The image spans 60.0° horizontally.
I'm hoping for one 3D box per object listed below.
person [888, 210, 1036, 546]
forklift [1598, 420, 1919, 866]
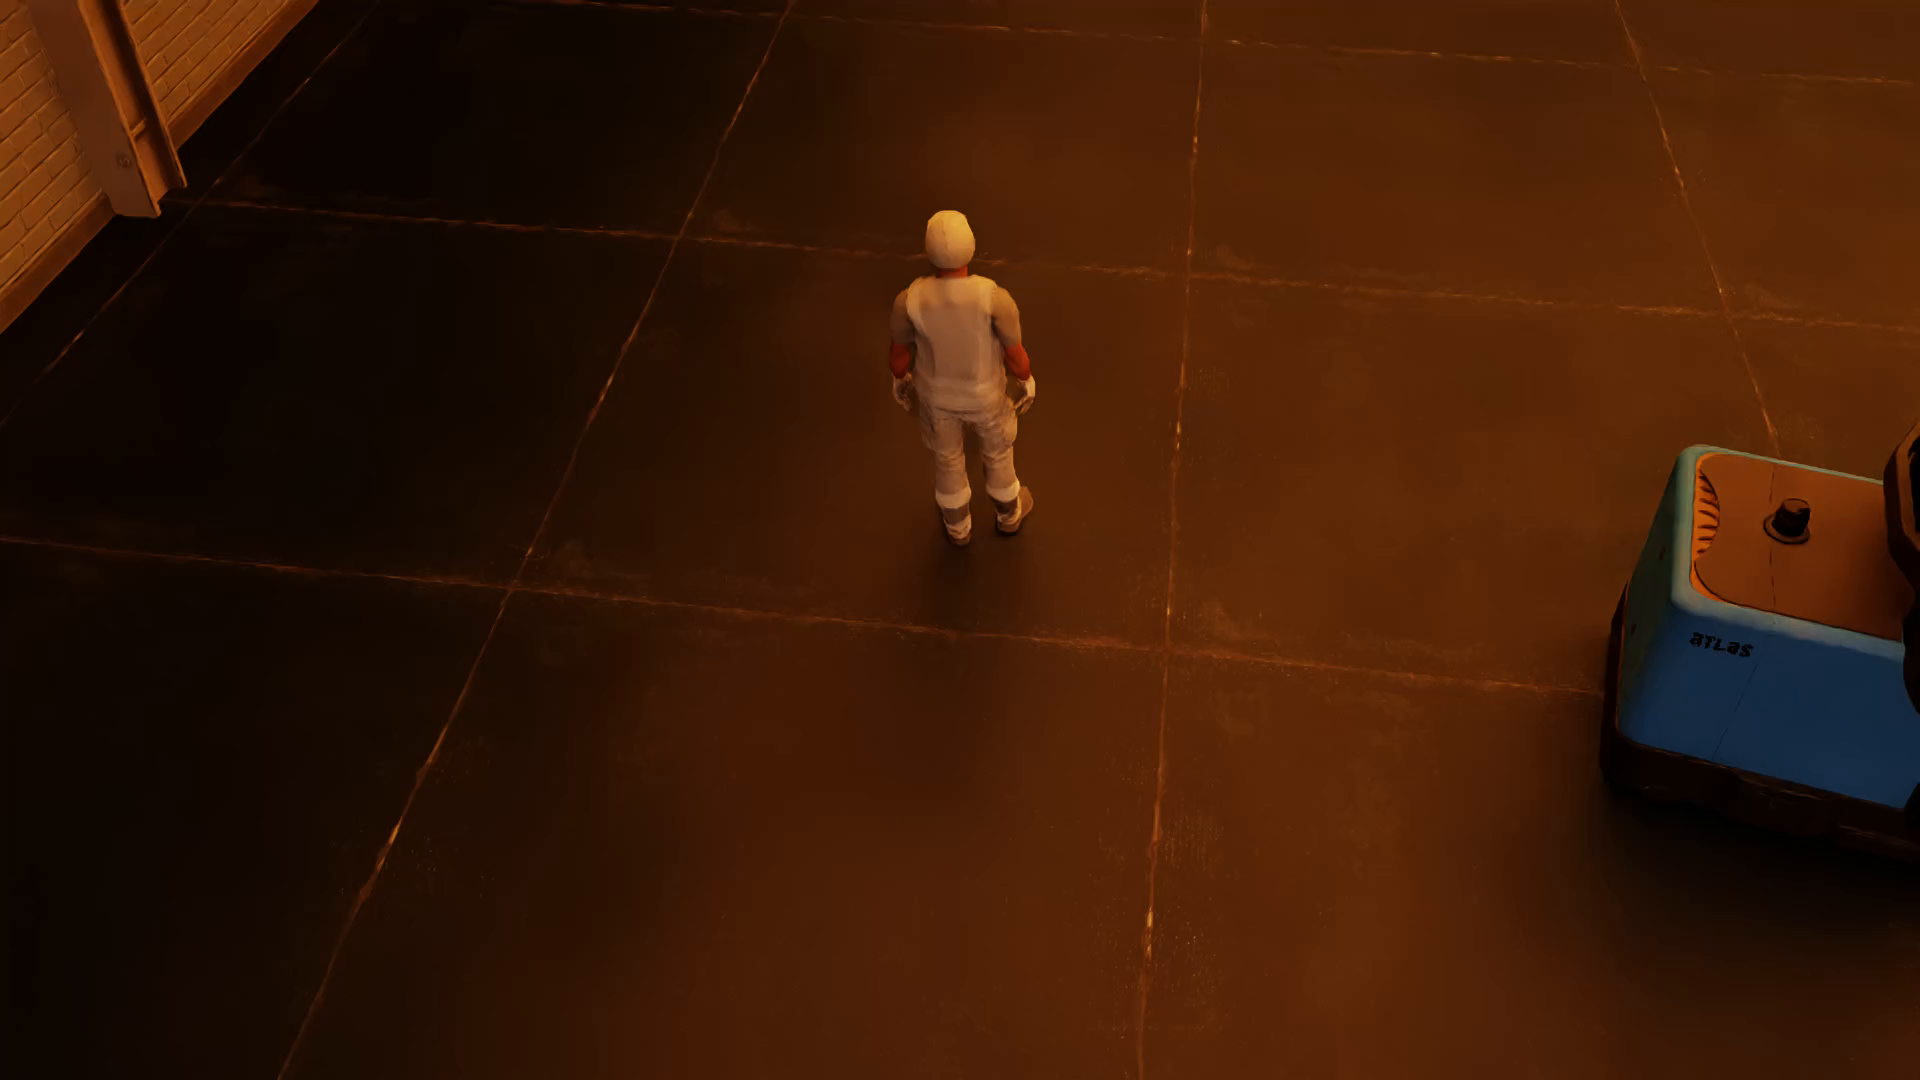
[{"bbox_3d":[0.022,-0.717,7.339,0.637,1.787,0.563,5,43,6],"label":"person"},{"bbox_3d":[4.181,-0.050,5.778,3.031,2.935,1.130,14,44,14],"label":"forklift"}]
